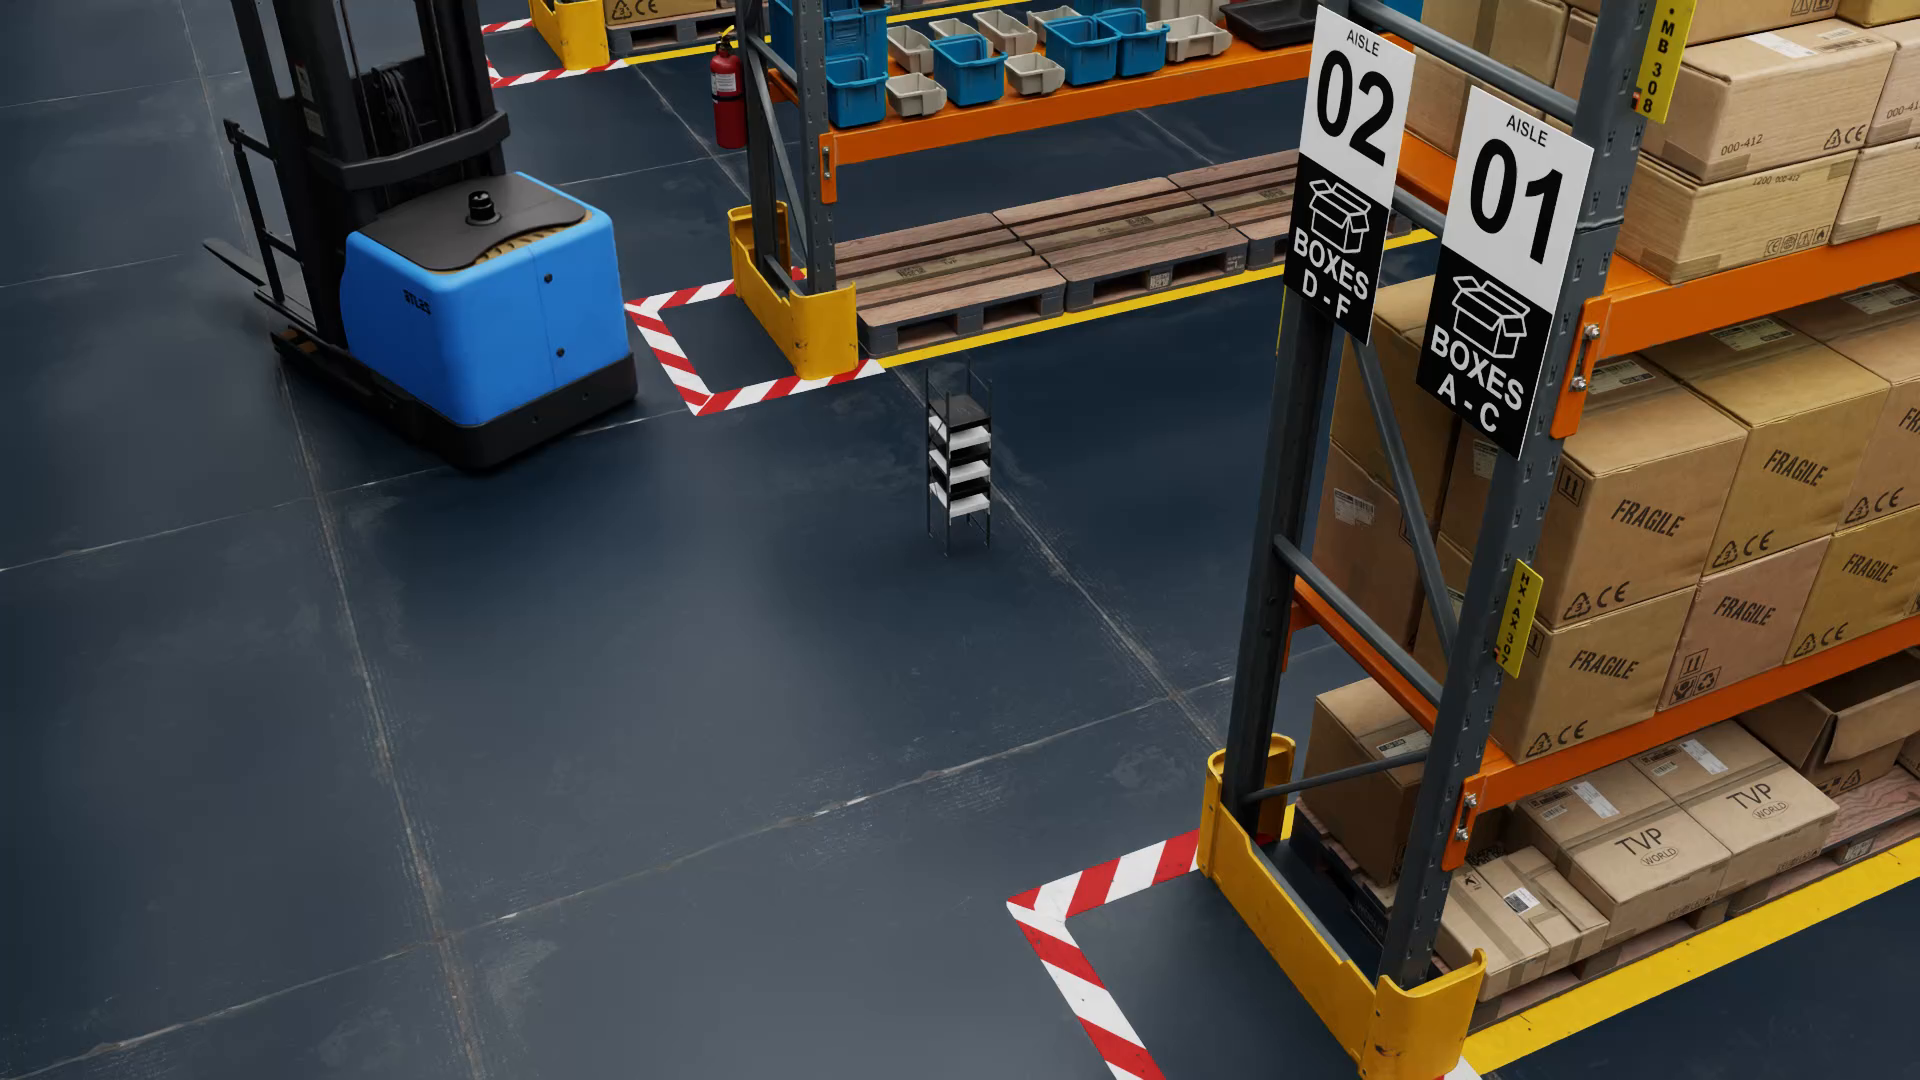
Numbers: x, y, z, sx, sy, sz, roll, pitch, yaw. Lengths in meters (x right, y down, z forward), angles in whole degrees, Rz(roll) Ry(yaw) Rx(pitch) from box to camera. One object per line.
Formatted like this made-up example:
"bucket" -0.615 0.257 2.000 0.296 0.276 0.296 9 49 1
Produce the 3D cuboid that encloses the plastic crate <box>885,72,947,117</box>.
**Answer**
"plastic crate" -0.226 -2.256 8.444 0.298 0.136 0.250 -16 39 -20

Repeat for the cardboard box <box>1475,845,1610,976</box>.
"cardboard box" 1.937 1.234 5.578 0.250 0.166 0.380 -16 39 -20

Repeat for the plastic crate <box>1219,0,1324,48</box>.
"plastic crate" 1.807 -2.914 9.341 0.590 0.125 0.437 -16 39 -20

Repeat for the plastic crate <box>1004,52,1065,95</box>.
"plastic crate" 0.388 -2.427 8.676 0.298 0.136 0.250 -16 39 -20

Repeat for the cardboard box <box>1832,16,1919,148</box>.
"cardboard box" 2.217 -1.201 4.040 0.500 0.250 0.500 -16 39 -20

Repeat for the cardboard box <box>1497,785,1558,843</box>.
"cardboard box" 1.978 0.893 6.037 0.250 0.166 0.380 -16 39 -20

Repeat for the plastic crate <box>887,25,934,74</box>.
"plastic crate" -0.254 -2.638 8.960 0.243 0.136 0.396 -16 39 -20

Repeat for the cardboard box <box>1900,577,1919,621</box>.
"cardboard box" 3.073 -0.138 5.335 0.500 0.500 0.500 -15 39 -19

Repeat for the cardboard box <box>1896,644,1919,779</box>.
"cardboard box" 3.733 0.634 6.265 0.500 0.311 0.500 -16 39 -20

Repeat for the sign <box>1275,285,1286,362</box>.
"sign" 0.968 -0.640 4.858 0.005 0.325 0.100 -16 39 -20

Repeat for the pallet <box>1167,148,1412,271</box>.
"pallet" 2.057 -2.101 10.406 1.213 0.211 1.003 -16 39 -20

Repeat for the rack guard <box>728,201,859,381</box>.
"rack guard" -0.932 -1.399 9.216 0.348 0.500 1.175 -16 39 -20

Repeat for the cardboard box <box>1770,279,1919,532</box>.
"cardboard box" 2.625 -0.416 4.870 0.500 0.500 0.500 -15 39 -19

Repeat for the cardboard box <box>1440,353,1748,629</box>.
"cardboard box" 1.700 -0.156 4.518 0.500 0.500 0.500 -14 39 -19

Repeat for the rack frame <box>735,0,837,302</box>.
"rack frame" -0.915 -2.416 8.489 0.127 3.000 1.000 -16 39 -20

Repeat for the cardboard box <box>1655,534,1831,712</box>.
"cardboard box" 2.164 0.113 4.996 0.500 0.500 0.500 -16 39 -20

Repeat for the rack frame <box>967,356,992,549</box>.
"rack frame" 0.085 -0.385 7.514 0.006 0.900 0.240 -16 39 -20

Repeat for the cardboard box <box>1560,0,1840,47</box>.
"cardboard box" 1.644 -1.529 3.852 0.500 0.500 0.700 -16 39 -20

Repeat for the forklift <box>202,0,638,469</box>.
"forklift" -3.102 -2.282 8.366 3.031 2.935 1.130 29 45 33

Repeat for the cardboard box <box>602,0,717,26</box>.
"cardboard box" -2.474 -4.607 12.875 0.875 0.875 0.875 -16 39 -20

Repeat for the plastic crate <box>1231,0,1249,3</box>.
"plastic crate" 1.791 -3.387 9.695 0.583 0.464 0.402 -16 39 -20

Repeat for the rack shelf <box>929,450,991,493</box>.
"rack shelf" -0.007 -0.333 7.499 0.200 0.077 0.258 -16 39 -20

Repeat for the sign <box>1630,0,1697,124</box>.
"sign" 1.417 -1.007 3.338 0.005 0.325 0.100 -16 39 -20

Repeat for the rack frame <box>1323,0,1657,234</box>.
"rack frame" 1.186 -2.153 3.099 0.127 3.000 1.000 -16 39 -20

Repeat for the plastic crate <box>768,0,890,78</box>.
"plastic crate" -0.692 -2.640 8.711 0.499 0.435 0.616 -16 39 -20

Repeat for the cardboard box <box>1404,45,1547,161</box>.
"cardboard box" 1.539 -1.160 4.405 0.500 0.250 0.500 -16 39 -20

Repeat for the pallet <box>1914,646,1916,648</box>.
"pallet" 4.185 0.537 6.849 1.213 0.211 1.003 -16 39 -20

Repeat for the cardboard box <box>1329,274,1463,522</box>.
"cardboard box" 1.472 -0.446 4.911 0.500 0.500 0.500 -16 39 -20

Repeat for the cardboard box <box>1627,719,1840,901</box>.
"cardboard box" 2.704 0.946 5.895 0.500 0.250 0.500 -16 39 -20

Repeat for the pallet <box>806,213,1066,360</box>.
"pallet" -0.152 -1.484 9.573 1.213 0.211 1.003 -16 39 -20

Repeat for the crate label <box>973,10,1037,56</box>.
"crate label" 0.256 -2.787 9.161 0.243 0.136 0.396 -16 39 -20

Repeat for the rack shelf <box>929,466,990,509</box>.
"rack shelf" -0.007 -0.260 7.553 0.200 0.077 0.258 -16 39 -20

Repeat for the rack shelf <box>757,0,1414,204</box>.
"rack shelf" 0.895 -2.633 9.386 4.000 0.370 1.077 -16 39 -20

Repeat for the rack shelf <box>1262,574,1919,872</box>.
"rack shelf" 2.996 0.039 5.783 4.000 0.370 1.077 -16 39 -20

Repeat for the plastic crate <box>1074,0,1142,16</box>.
"plastic crate" 0.835 -3.031 9.408 0.300 0.233 0.416 -16 39 -20

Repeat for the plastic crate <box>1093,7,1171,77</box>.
"plastic crate" 0.912 -2.667 8.918 0.300 0.233 0.416 -16 39 -20

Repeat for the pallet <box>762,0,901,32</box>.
"pallet" -1.226 -4.518 13.664 1.213 0.211 1.003 -16 39 -20

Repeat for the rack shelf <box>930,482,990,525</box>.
"rack shelf" -0.007 -0.188 7.606 0.200 0.077 0.258 -16 39 -20

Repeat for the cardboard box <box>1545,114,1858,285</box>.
"cardboard box" 1.759 -0.881 4.028 0.500 0.250 0.500 -16 39 -20

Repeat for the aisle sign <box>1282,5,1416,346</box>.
"aisle sign" 0.994 -0.936 4.311 0.004 0.787 0.394 -16 39 -20

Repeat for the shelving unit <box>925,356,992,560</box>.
"shelving unit" -0.007 -0.359 7.479 0.210 0.900 0.258 -16 39 -20

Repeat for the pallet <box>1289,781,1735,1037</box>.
"pallet" 1.976 1.155 6.016 1.213 0.211 1.003 -16 39 -20
